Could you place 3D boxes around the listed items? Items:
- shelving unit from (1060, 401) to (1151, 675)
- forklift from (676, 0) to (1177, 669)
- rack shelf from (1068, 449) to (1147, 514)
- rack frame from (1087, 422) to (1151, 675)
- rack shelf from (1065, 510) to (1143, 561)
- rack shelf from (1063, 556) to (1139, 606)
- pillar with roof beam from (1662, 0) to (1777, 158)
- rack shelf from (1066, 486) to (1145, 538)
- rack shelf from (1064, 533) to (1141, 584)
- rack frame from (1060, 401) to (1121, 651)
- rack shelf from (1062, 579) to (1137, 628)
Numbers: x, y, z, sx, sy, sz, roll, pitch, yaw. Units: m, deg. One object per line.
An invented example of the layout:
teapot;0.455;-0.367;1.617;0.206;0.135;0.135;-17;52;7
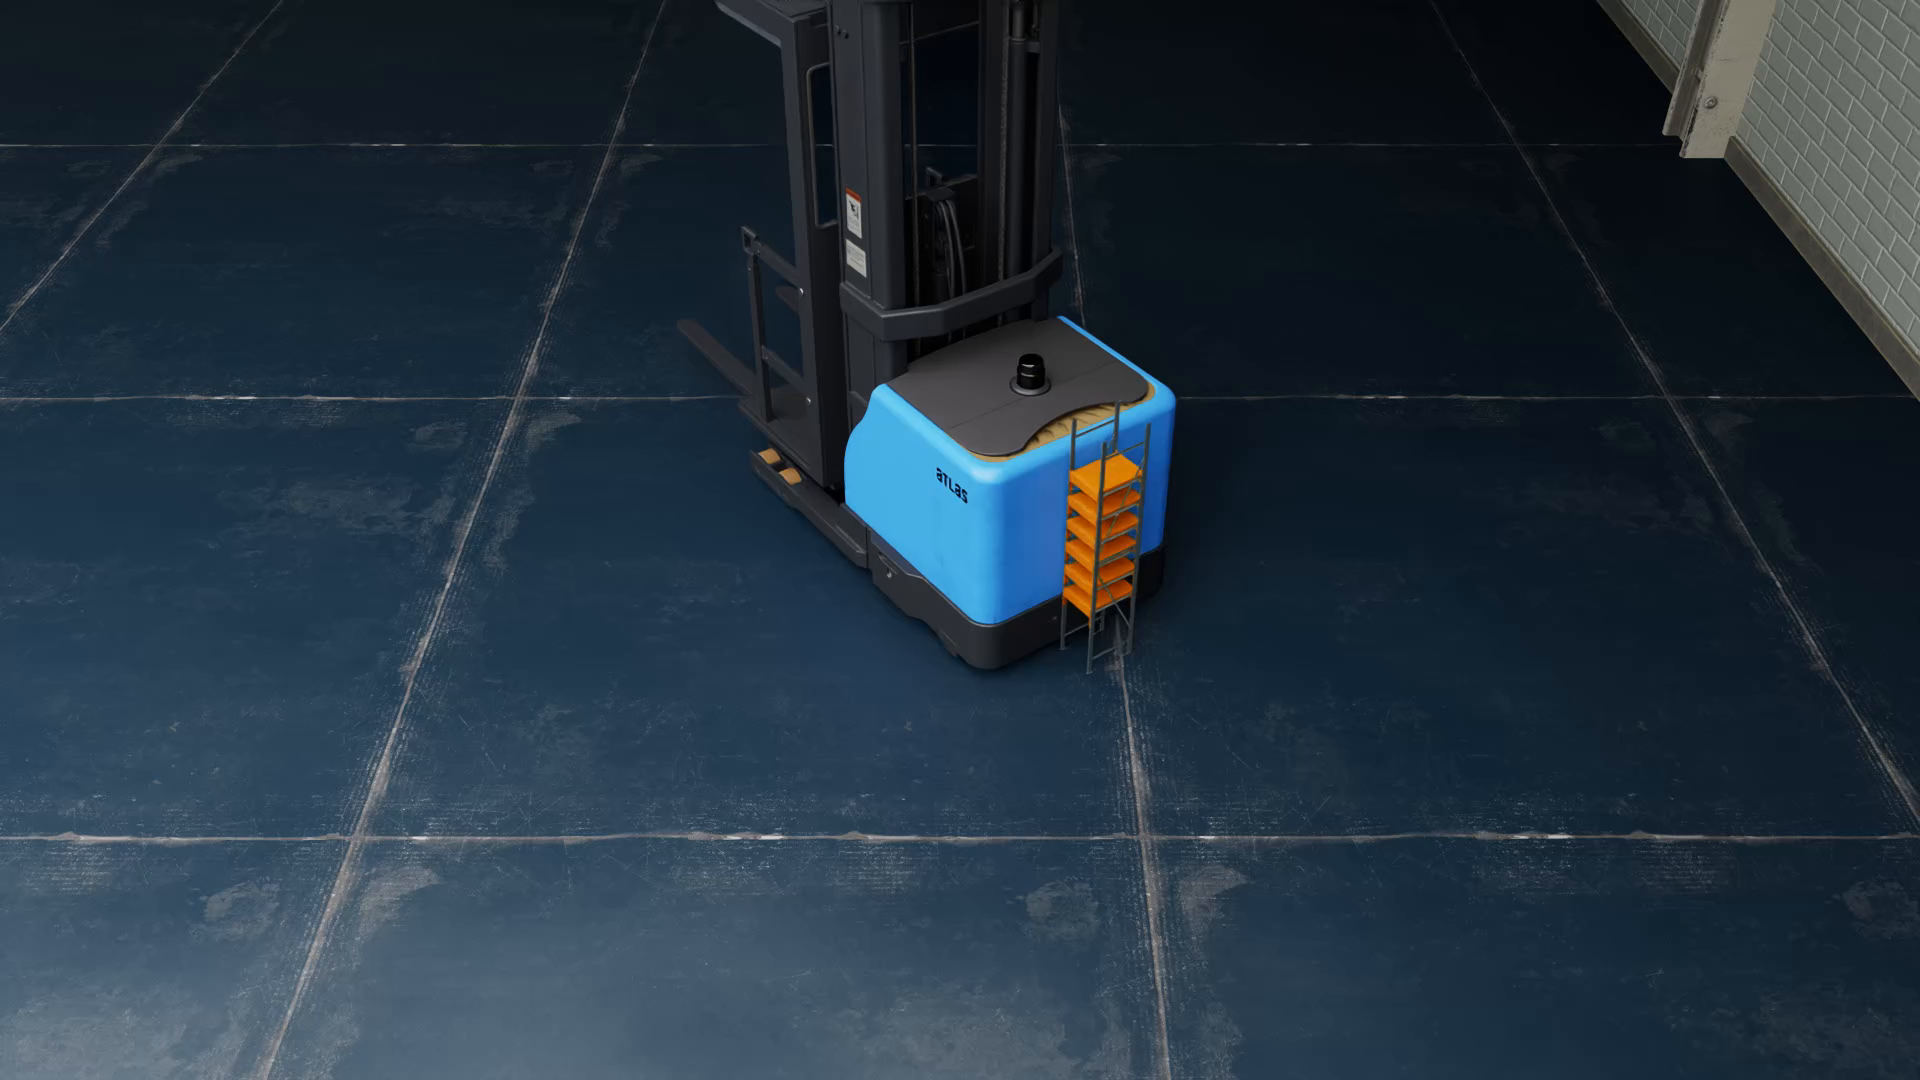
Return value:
shelving unit;0.583;0.013;6.774;0.258;1.200;0.189;-24;45;-27
forklift;-0.360;-1.480;7.253;1.130;2.935;3.031;-24;45;-27
rack shelf;0.583;-0.233;6.576;0.258;0.103;0.180;-24;45;-27
rack frame;0.636;0.060;6.716;0.240;1.200;0.006;-24;45;-27
rack shelf;0.583;-0.046;6.727;0.258;0.103;0.180;-24;45;-27
rack shelf;0.583;0.142;6.877;0.258;0.103;0.180;-24;45;-27
pillar with roof beam;0.565;-6.130;8.203;9.100;9.000;0.400;0;39;0
rack shelf;0.583;-0.139;6.652;0.258;0.103;0.180;-24;45;-27
rack shelf;0.583;0.048;6.802;0.258;0.103;0.180;-24;45;-27
rack frame;0.529;-0.033;6.832;0.240;1.200;0.006;-24;45;-27
rack shelf;0.583;0.235;6.952;0.258;0.103;0.180;-24;45;-27
